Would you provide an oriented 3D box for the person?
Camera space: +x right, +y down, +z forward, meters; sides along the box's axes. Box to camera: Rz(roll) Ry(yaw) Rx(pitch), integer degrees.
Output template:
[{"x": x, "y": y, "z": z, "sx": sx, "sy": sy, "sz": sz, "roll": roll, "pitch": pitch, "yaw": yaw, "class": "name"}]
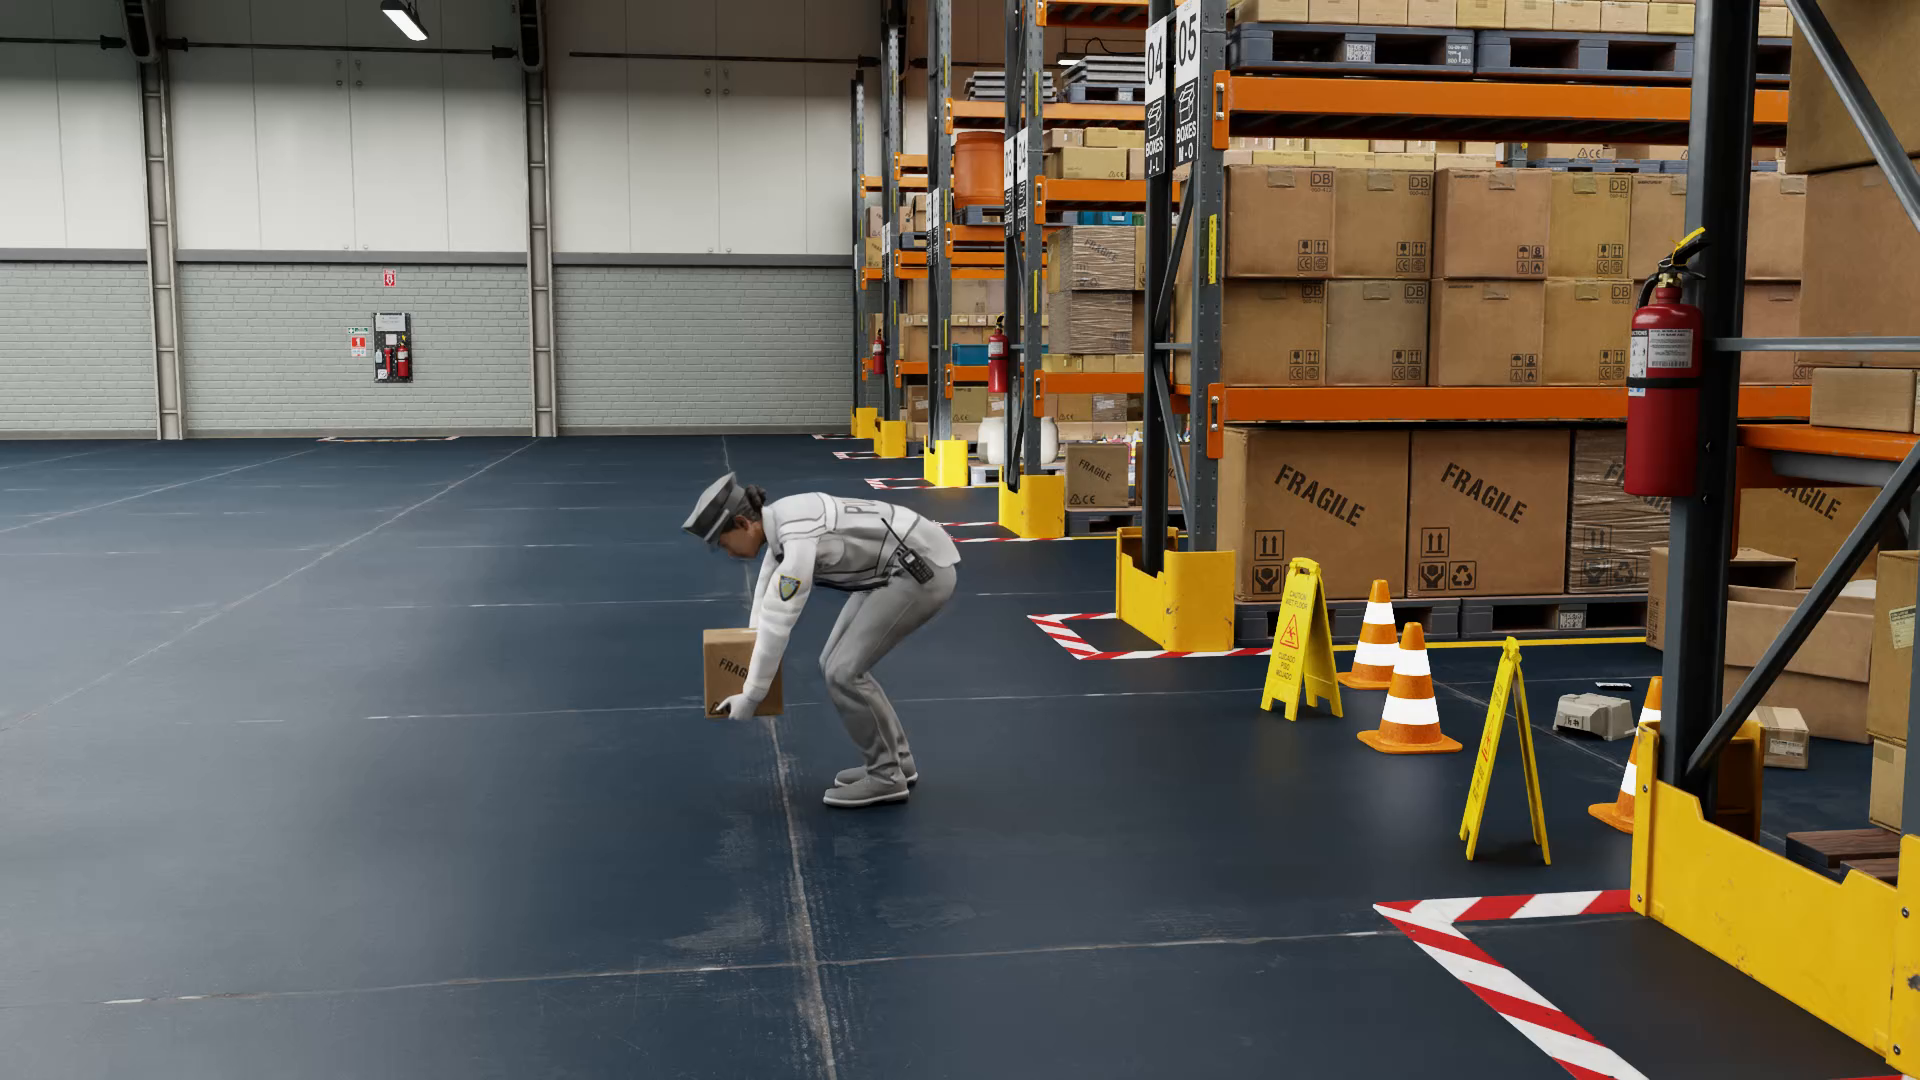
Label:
[{"x": -0.457, "y": 0.319, "z": 5.527, "sx": 0.918, "sy": 1.105, "sz": 0.441, "roll": -1, "pitch": 7, "yaw": -11, "class": "person"}]
